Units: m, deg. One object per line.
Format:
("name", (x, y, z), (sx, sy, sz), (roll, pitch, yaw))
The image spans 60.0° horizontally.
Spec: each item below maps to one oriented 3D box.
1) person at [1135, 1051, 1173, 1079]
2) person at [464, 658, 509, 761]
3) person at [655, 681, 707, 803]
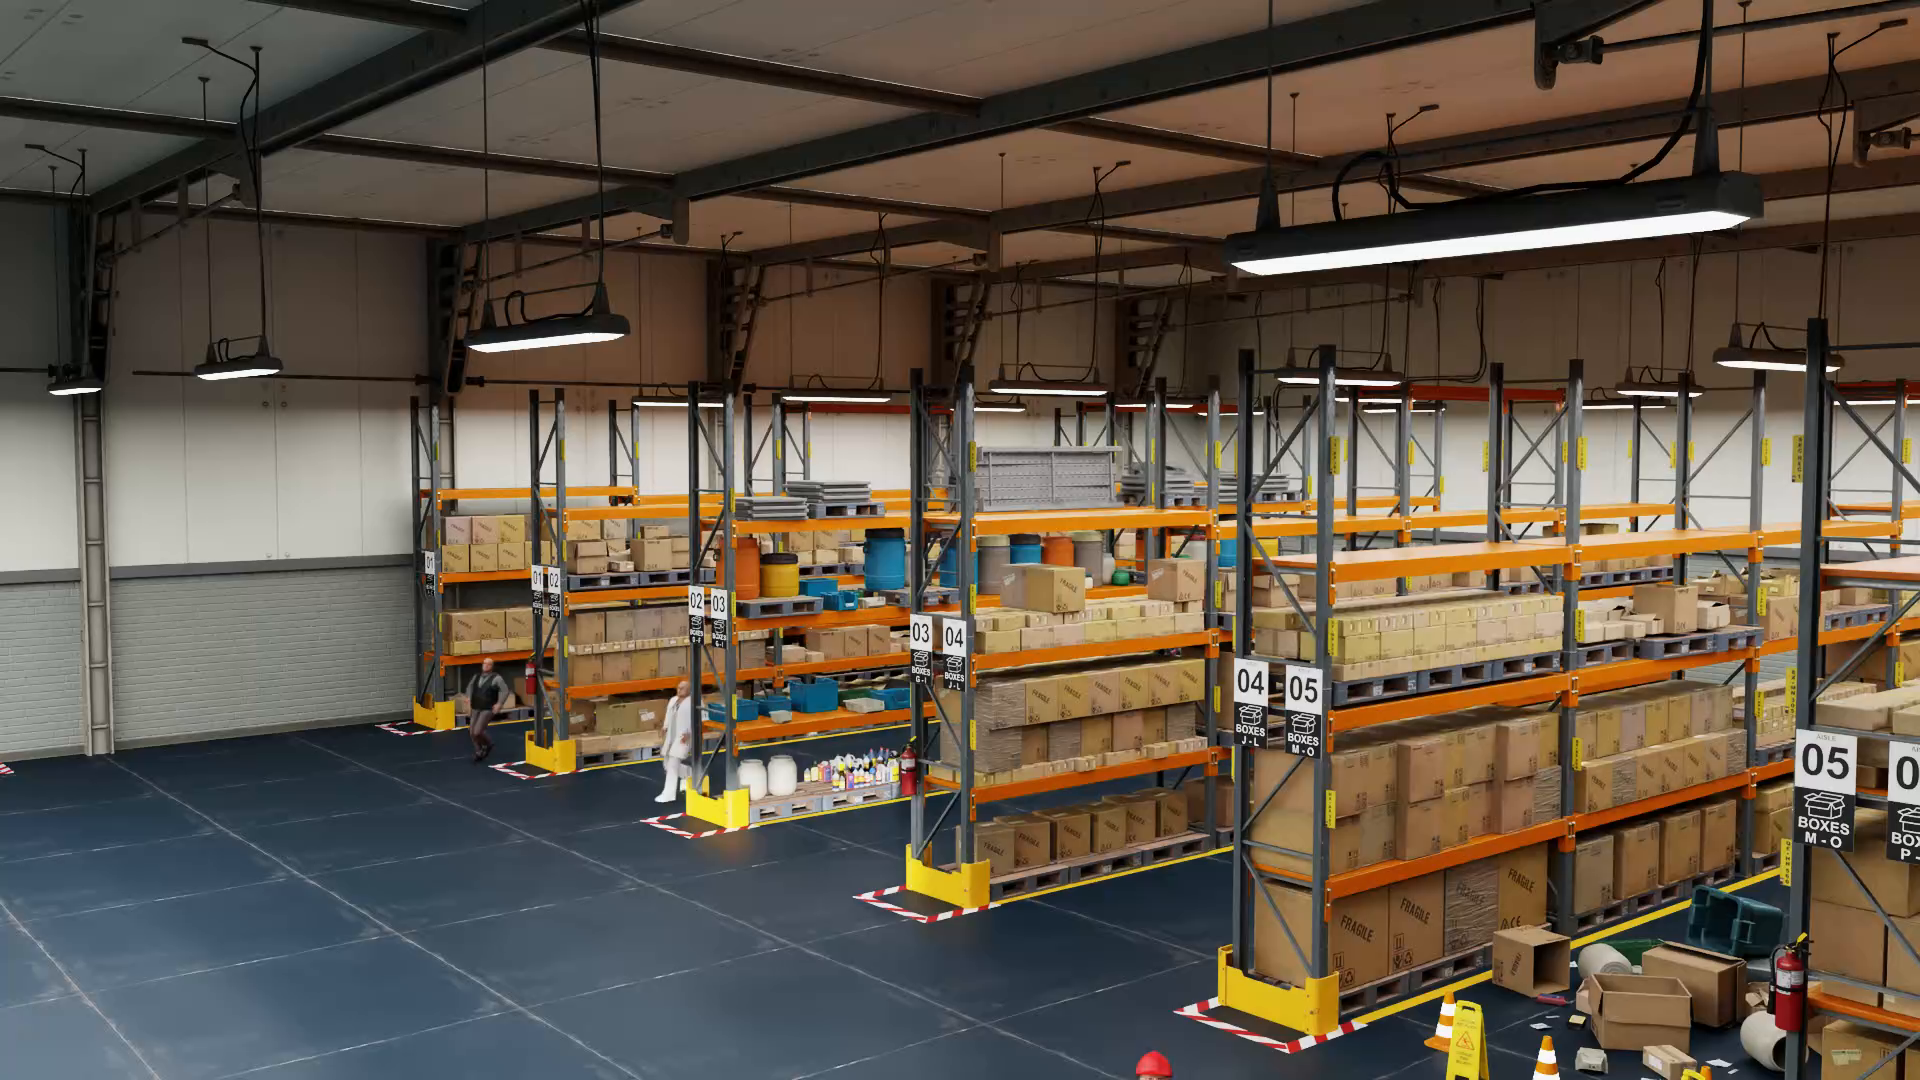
("person", (1.059, 3.696, 9.142), (0.659, 1.782, 0.991), (0, 3, 4))
("person", (-7.693, 2.748, 26.843), (0.728, 1.674, 0.497), (1, 4, 19))
("person", (-3.981, 2.882, 23.898), (0.737, 1.734, 0.808), (2, 4, 31))
